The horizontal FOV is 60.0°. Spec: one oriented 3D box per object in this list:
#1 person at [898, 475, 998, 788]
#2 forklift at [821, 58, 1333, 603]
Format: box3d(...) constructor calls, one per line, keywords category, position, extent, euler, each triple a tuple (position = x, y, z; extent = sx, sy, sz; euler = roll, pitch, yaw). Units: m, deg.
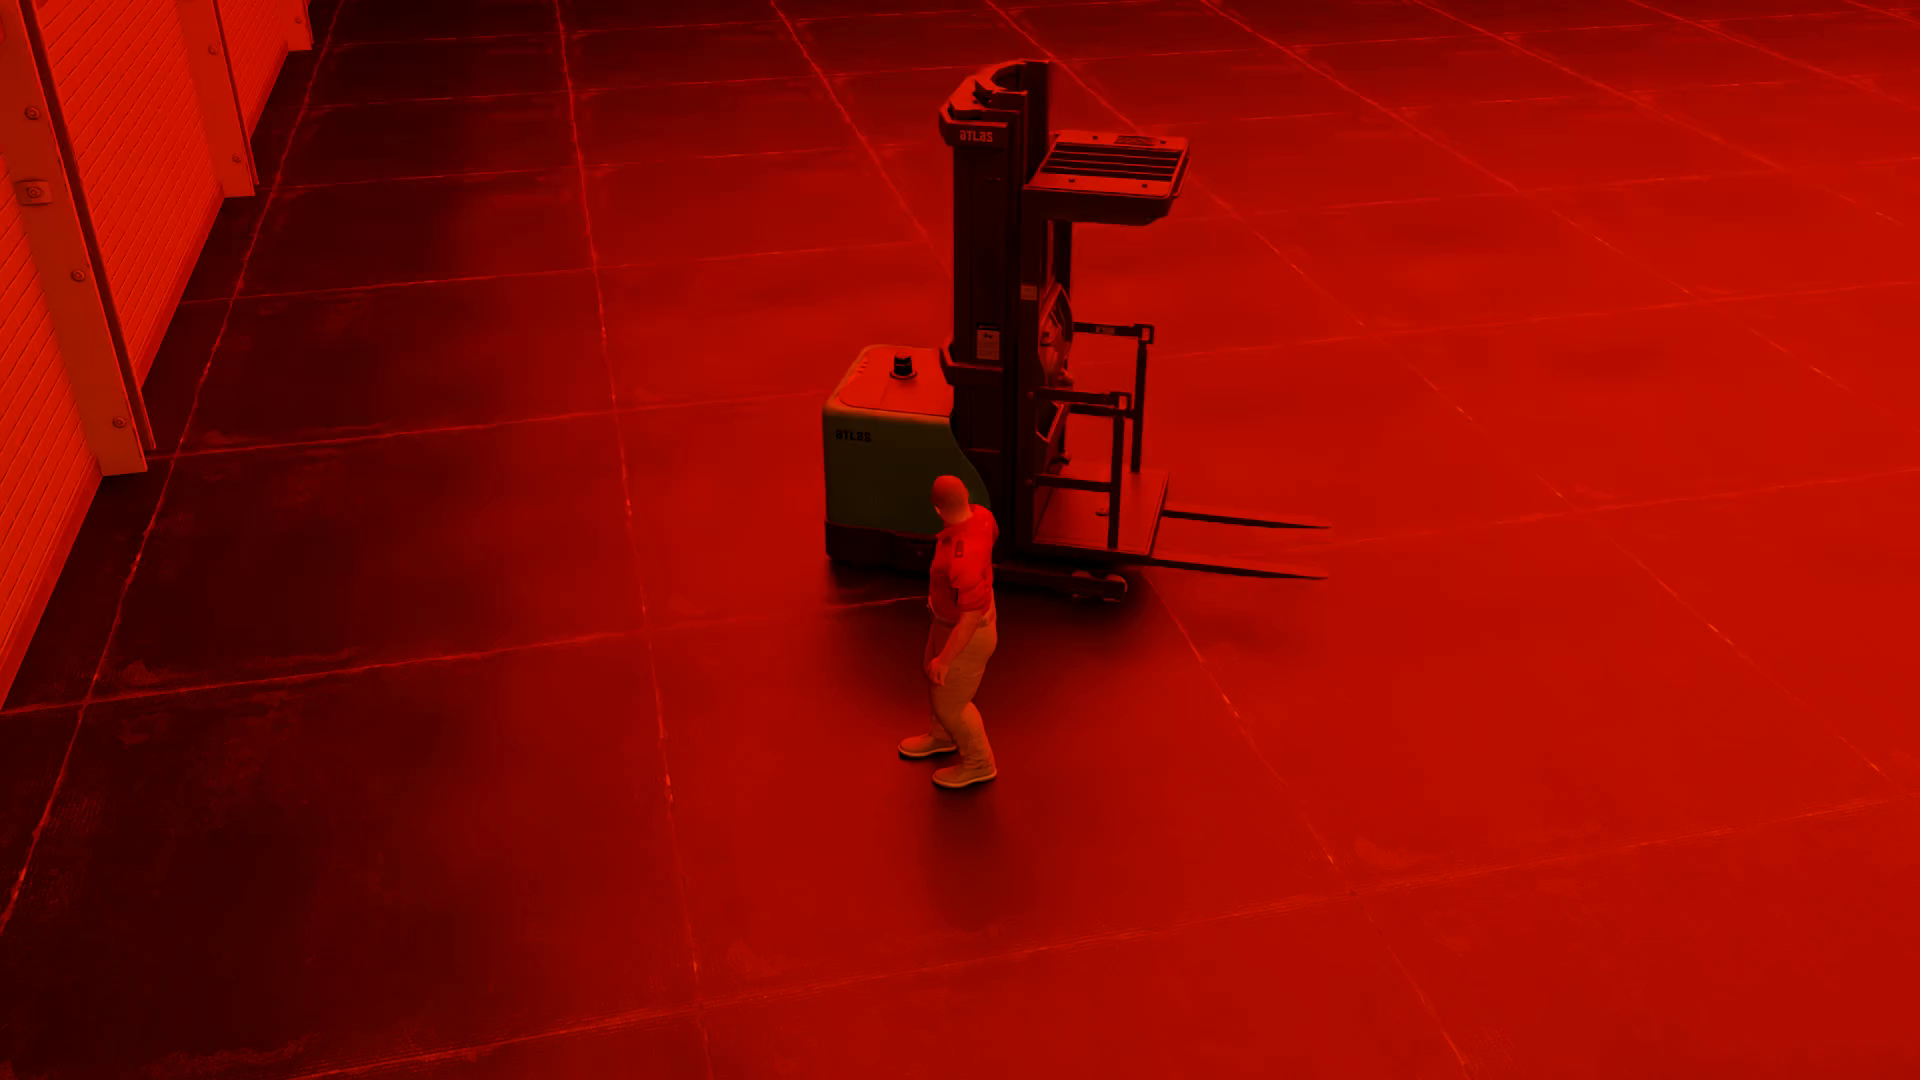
box3d(category="person", position=(-0.066, 0.432, 8.044), extent=(0.504, 1.713, 0.747), euler=(0, 30, 0))
box3d(category="forklift", position=(0.743, -1.188, 9.627), extent=(3.031, 2.935, 1.130), euler=(7, 31, 11))
